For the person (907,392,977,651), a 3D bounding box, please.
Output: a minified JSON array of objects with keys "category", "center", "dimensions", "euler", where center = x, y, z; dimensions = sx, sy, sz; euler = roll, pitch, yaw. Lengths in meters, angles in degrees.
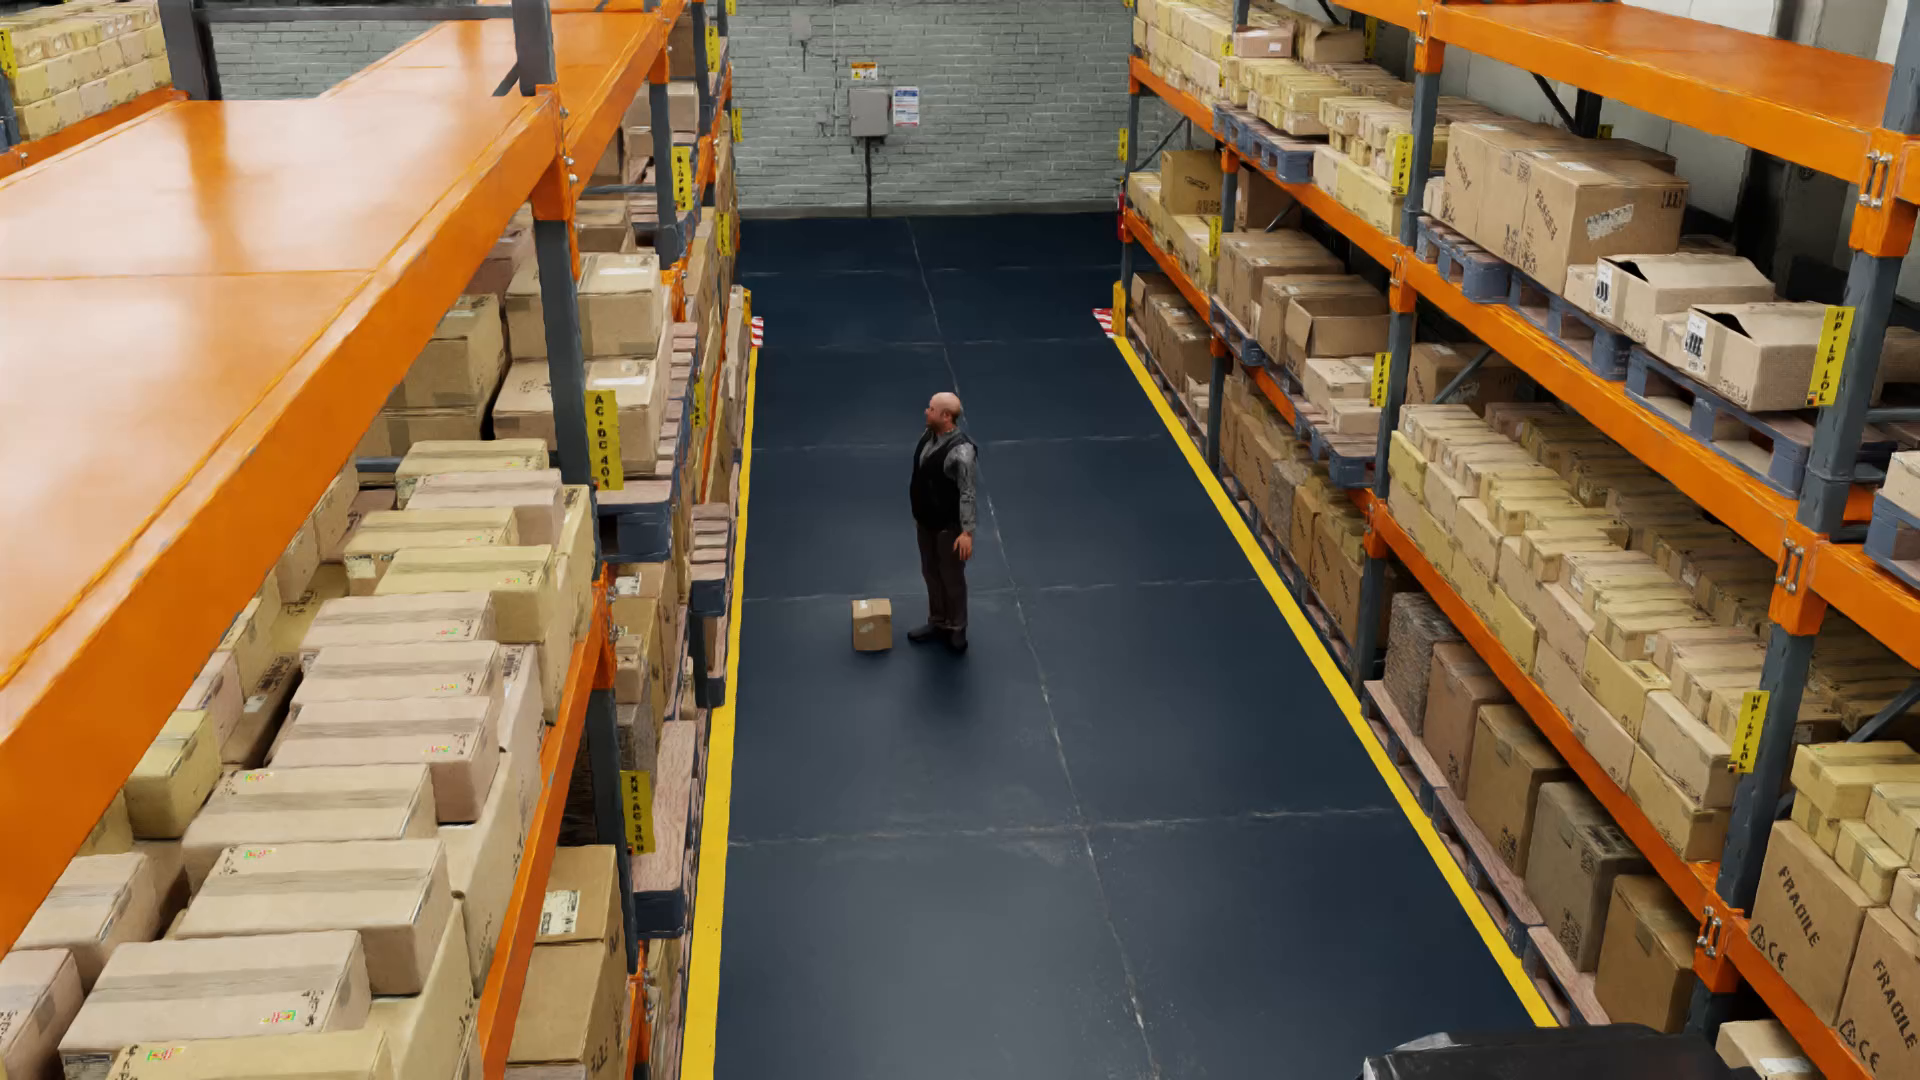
[{"category":"person","center":[-0.099,-0.108,10.568],"dimensions":[0.366,1.727,0.634],"euler":[-14,27,-30]}]
